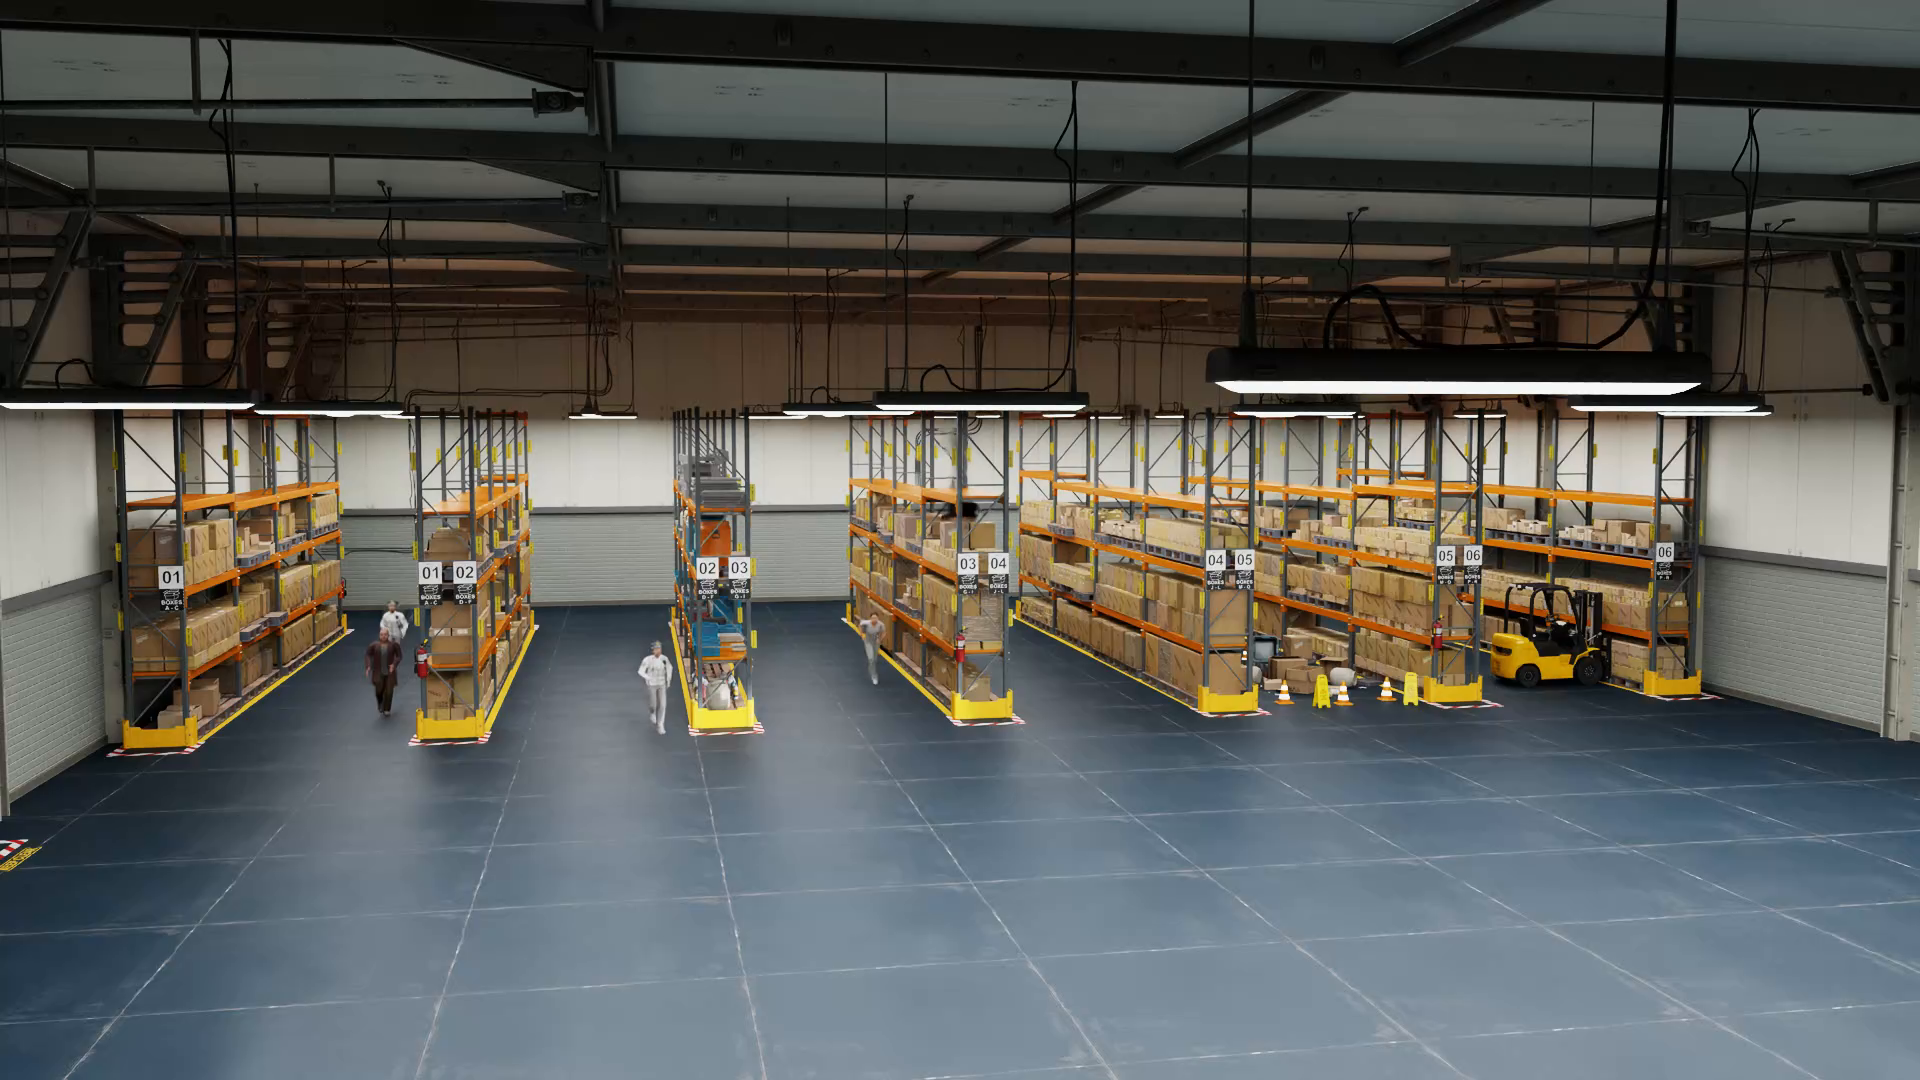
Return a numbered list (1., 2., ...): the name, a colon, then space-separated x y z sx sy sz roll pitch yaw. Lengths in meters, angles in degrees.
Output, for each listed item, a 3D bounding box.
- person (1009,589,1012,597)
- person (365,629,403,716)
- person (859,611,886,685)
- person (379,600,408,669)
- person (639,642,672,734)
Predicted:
1. person: 0.998 1.772 43.777 0.649 1.707 0.934 -1 4 -12
2. person: -11.129 2.570 32.130 0.700 1.722 0.671 -1 4 -18
3. person: -1.929 2.342 36.639 0.602 1.625 1.003 0 4 -6
4. person: -12.999 2.196 38.143 0.616 1.659 0.531 -1 4 -8
5. person: -5.631 2.714 30.841 0.656 1.702 0.779 -2 4 -22
